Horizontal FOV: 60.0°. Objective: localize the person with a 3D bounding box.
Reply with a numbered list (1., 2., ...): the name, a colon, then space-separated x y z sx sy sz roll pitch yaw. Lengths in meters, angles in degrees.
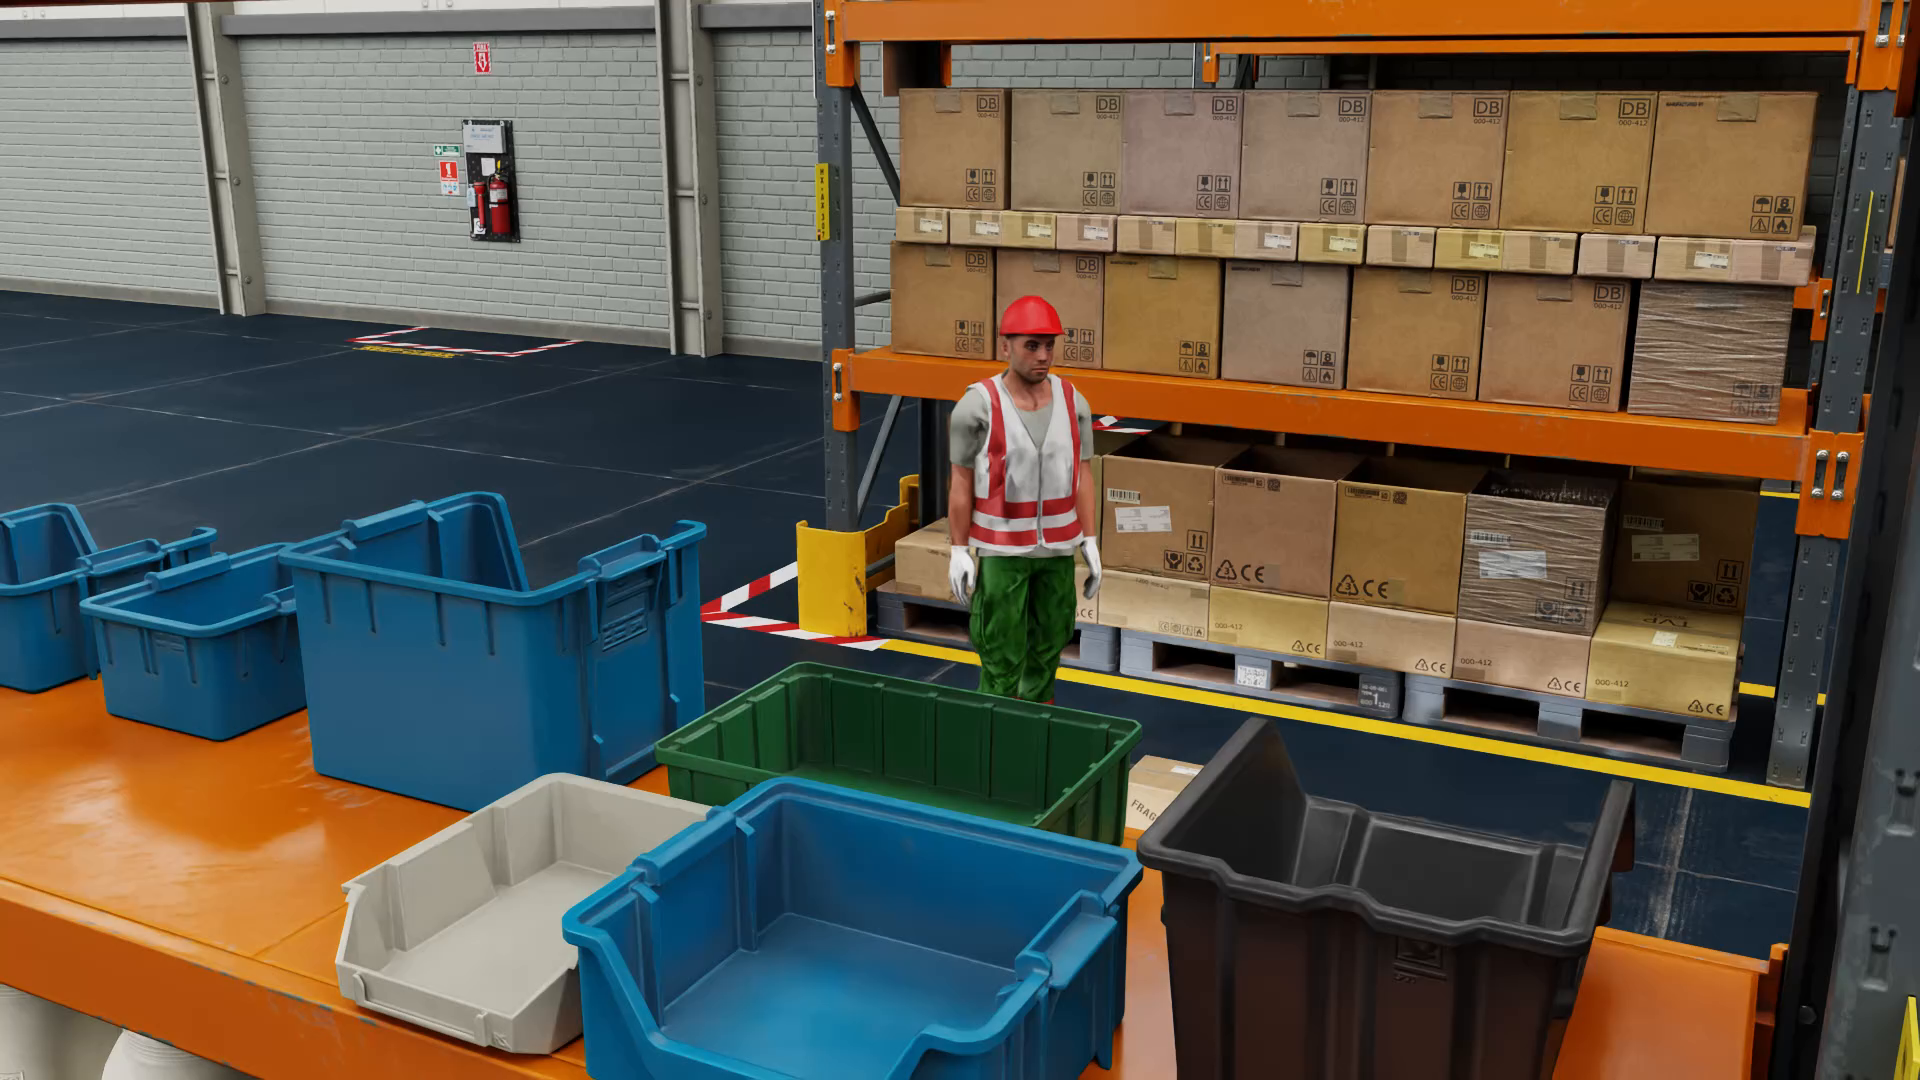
1. person: 0.246 0.086 5.692 0.558 1.815 0.522 -6 17 -20
